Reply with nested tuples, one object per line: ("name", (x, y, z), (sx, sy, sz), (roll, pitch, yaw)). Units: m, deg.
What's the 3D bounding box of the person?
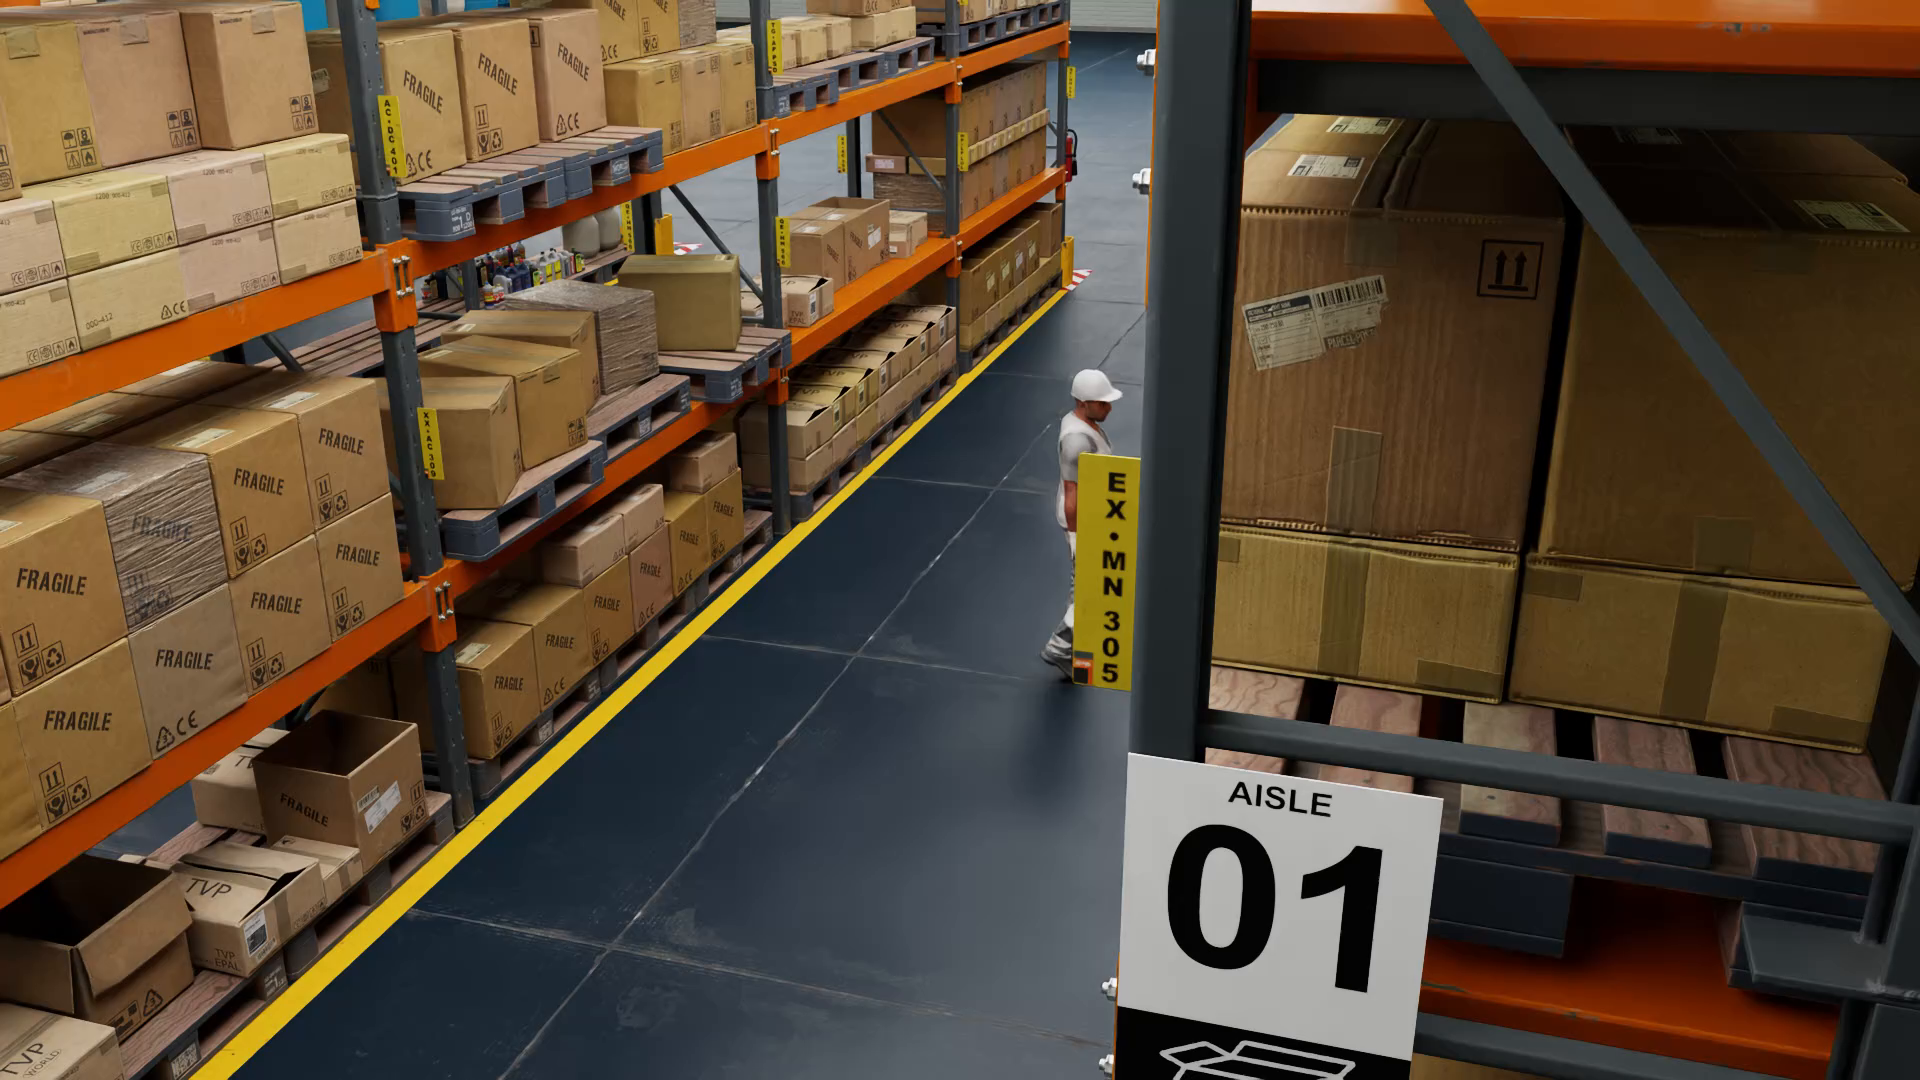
("person", (0.702, -0.101, 9.277), (0.481, 1.789, 0.588), (1, 22, 2))
